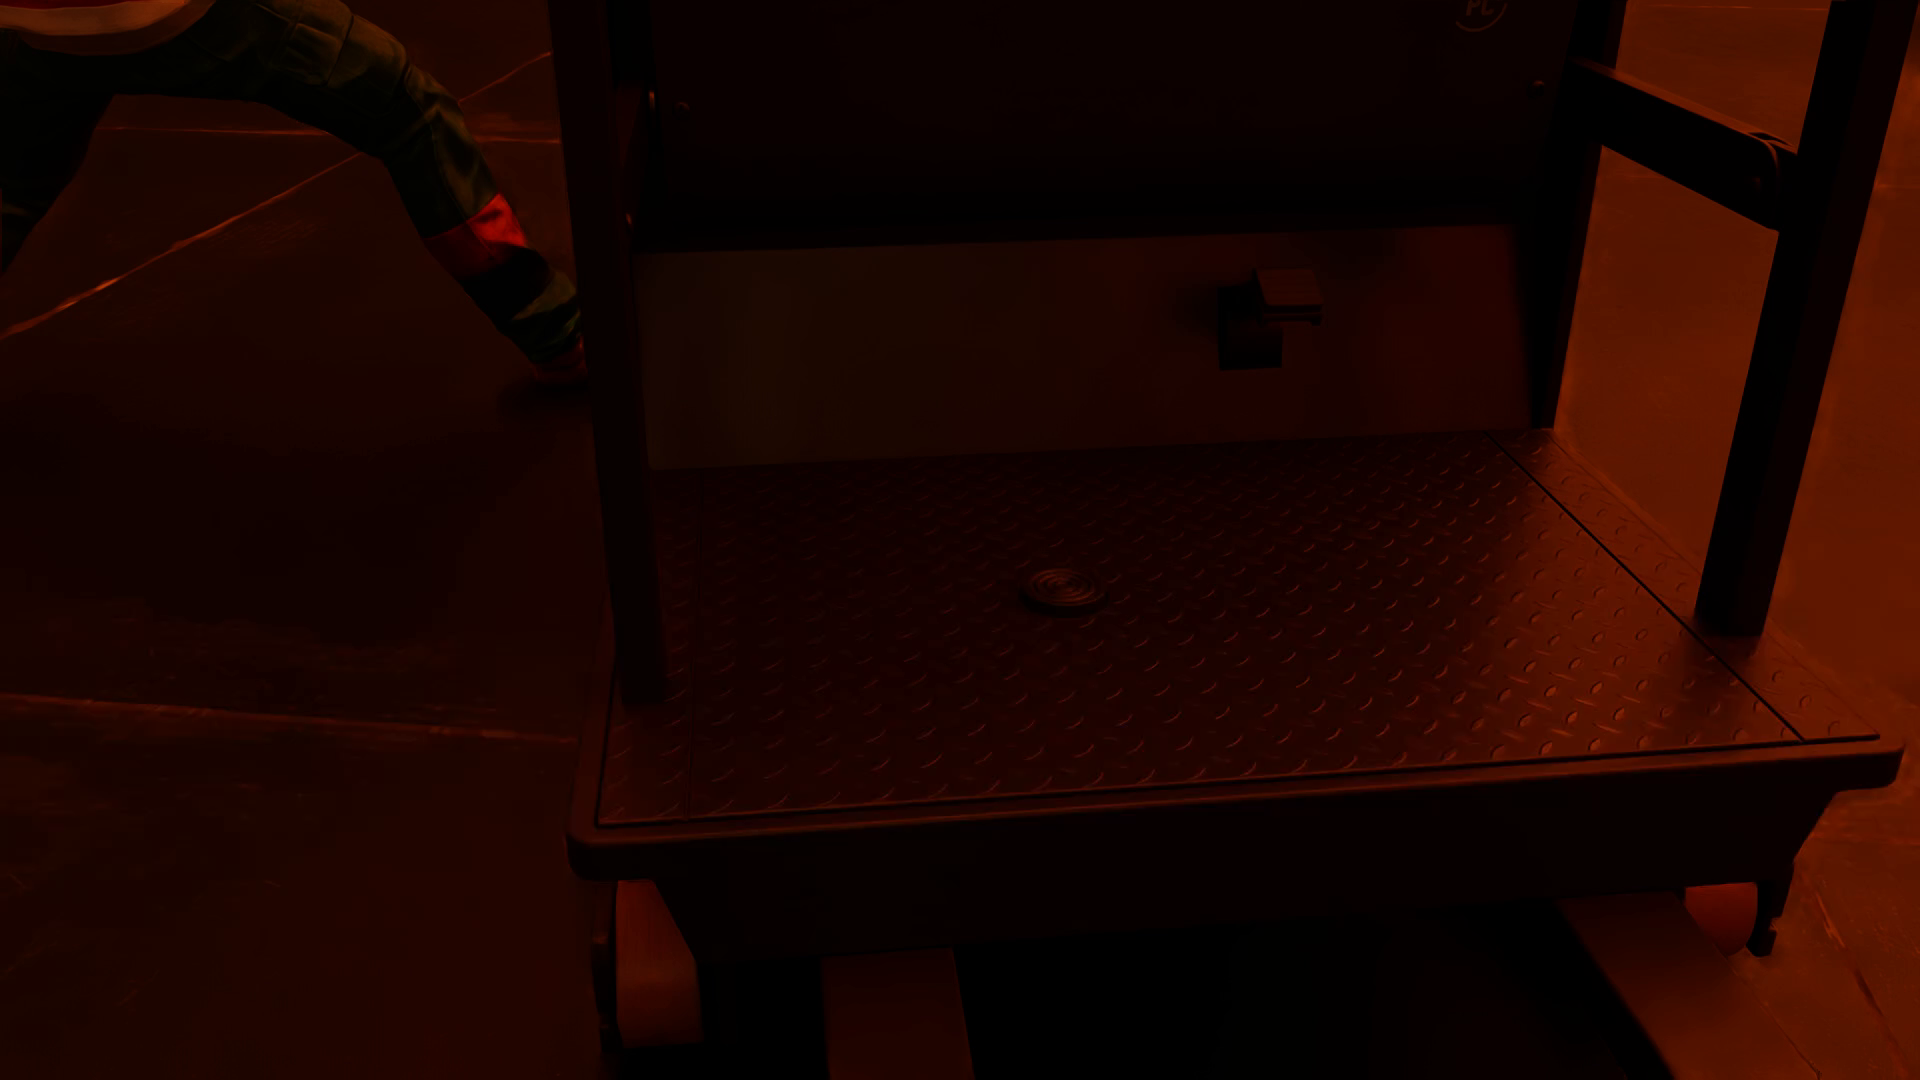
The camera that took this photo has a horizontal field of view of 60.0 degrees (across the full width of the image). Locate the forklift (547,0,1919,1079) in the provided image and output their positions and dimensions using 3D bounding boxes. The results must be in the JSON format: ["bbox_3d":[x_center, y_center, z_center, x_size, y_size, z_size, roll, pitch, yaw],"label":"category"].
[{"bbox_3d":[0.187,-1.003,1.228,1.130,2.935,3.031,-3,27,-6],"label":"forklift"}]

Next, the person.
[{"bbox_3d":[-1.303,-0.964,2.669,1.129,1.586,1.018,10,28,19],"label":"person"}]
